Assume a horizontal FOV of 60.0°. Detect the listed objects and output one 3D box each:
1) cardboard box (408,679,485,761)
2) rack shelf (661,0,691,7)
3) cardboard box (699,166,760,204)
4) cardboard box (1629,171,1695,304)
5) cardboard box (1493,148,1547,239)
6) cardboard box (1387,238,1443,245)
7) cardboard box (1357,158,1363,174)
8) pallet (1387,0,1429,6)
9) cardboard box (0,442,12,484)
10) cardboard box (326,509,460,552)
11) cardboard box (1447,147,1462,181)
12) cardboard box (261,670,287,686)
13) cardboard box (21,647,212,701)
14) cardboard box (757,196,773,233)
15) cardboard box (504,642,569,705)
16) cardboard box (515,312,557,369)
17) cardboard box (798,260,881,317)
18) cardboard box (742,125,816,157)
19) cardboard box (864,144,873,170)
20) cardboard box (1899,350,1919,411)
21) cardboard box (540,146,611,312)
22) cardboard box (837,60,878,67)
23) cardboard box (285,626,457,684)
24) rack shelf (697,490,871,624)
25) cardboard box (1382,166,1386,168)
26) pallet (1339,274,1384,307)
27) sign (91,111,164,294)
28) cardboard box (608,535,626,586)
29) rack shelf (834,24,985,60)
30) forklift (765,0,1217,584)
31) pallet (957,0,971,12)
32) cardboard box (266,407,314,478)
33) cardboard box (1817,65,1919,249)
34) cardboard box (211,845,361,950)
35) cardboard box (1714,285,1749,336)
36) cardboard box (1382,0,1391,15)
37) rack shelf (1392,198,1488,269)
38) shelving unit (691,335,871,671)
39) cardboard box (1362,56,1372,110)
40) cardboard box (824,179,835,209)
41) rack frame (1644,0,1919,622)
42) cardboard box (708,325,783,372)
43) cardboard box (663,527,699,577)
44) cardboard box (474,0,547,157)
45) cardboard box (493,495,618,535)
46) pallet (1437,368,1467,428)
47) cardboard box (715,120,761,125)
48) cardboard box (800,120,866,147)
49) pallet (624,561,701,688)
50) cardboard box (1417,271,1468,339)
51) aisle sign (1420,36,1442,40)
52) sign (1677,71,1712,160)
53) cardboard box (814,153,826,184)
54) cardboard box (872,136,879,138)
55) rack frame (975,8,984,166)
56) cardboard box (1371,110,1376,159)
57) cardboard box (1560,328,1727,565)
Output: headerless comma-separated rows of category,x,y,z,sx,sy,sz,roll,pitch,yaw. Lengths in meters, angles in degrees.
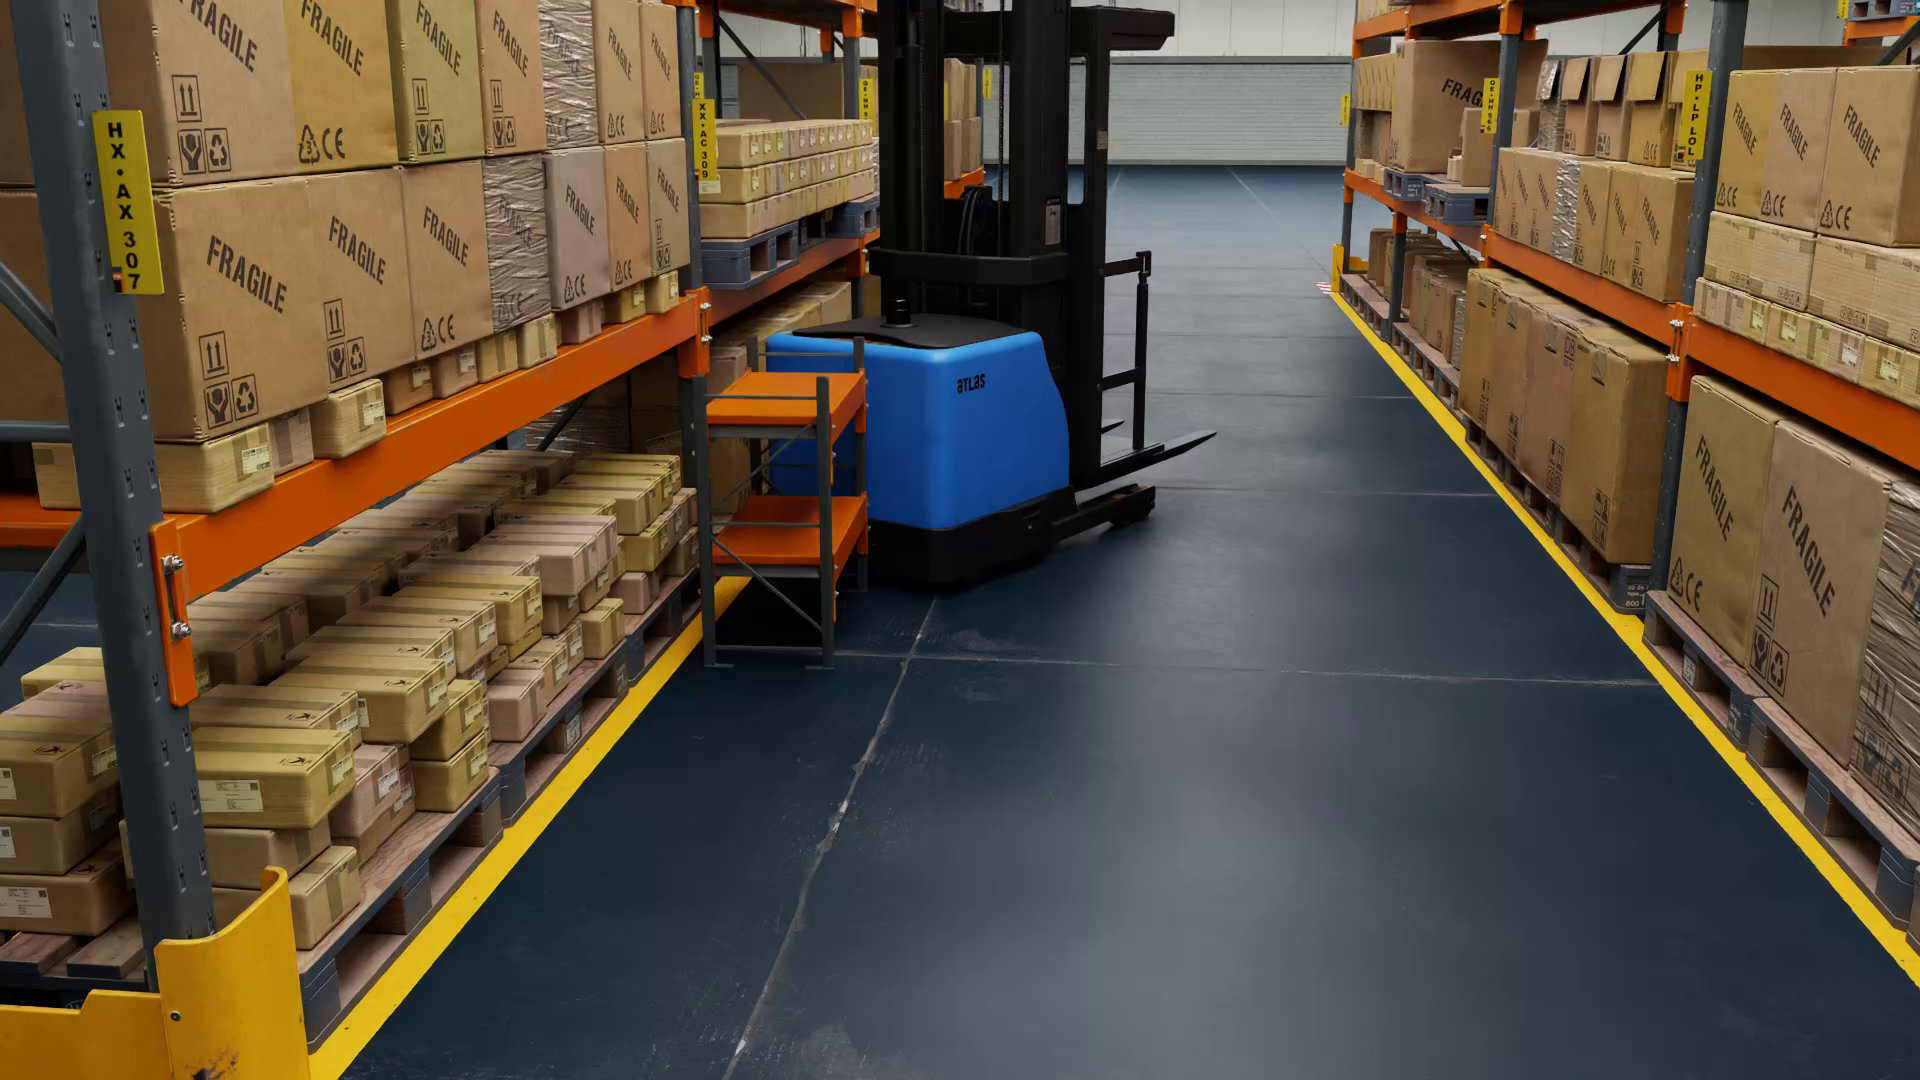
cardboard box,-1.569,0.496,4.668,0.380,0.149,0.250,2,15,8
rack shelf,-1.821,-1.826,4.800,1.077,0.370,4.000,2,15,6
cardboard box,-1.094,-1.558,7.283,0.380,0.149,0.250,2,15,7
cardboard box,3.103,-1.249,6.844,0.500,0.500,0.500,2,15,6
cardboard box,3.448,-2.039,9.766,0.500,0.500,0.500,2,15,8
cardboard box,4.466,-2.701,16.388,0.500,0.500,0.500,3,15,11
cardboard box,4.316,-3.867,17.199,0.380,0.149,0.250,2,15,6
pallet,4.049,-4.347,13.105,1.213,0.211,1.003,2,15,6
cardboard box,-2.291,-0.178,3.556,0.380,0.149,0.250,2,15,6
cardboard box,-2.026,-0.006,5.954,0.380,0.149,0.250,2,15,7
cardboard box,3.693,-2.687,11.807,0.396,0.266,0.258,1,15,5
cardboard box,-2.081,0.476,4.741,0.380,0.149,0.250,2,15,6
cardboard box,-2.250,0.401,4.452,0.380,0.149,0.250,1,15,5
cardboard box,-1.069,-1.486,7.589,0.380,0.149,0.250,2,15,7
cardboard box,-1.508,0.439,5.450,0.380,0.149,0.250,2,15,6
cardboard box,-1.500,-0.634,5.242,0.380,0.149,0.250,2,15,7
cardboard box,-0.986,-1.553,11.666,1.050,0.750,0.750,1,15,5
cardboard box,-0.949,-2.037,8.485,0.380,0.149,0.250,2,15,8
cardboard box,-0.747,-2.365,10.269,0.380,0.149,0.250,2,15,7
cardboard box,2.756,-0.412,4.419,0.380,0.149,0.250,2,15,7
cardboard box,-1.486,-1.039,5.495,0.500,0.500,0.500,2,15,6
cardboard box,-0.617,-4.007,14.879,0.875,0.550,0.550,2,15,6
cardboard box,-1.637,0.350,4.637,0.380,0.149,0.250,1,15,4
rack shelf,-0.692,0.049,6.763,0.538,0.278,1.000,1,15,4
cardboard box,4.147,-3.413,15.517,0.380,0.149,0.250,2,15,6
pallet,4.540,-2.609,17.405,1.003,0.211,1.213,2,15,6
sign,-1.508,-0.609,3.008,0.100,0.325,0.005,2,15,6
cardboard box,-1.472,0.080,6.208,0.380,0.149,0.250,2,15,7
rack shelf,-0.467,-4.938,16.310,1.077,0.370,4.000,2,15,6
forklift,0.355,-1.550,8.278,1.130,2.935,3.031,10,18,33
pallet,-0.450,-5.252,16.260,1.003,0.211,1.213,2,15,6
cardboard box,-1.697,-0.227,3.736,0.380,0.149,0.250,2,15,8
cardboard box,2.896,-1.126,4.859,0.500,0.500,0.500,1,15,4
cardboard box,-1.670,0.840,3.965,0.380,0.149,0.250,2,15,7
cardboard box,2.928,-0.815,5.912,0.380,0.149,0.250,1,15,4
cardboard box,4.138,-4.916,15.135,0.500,0.250,0.500,2,15,6
rack shelf,3.998,-2.281,12.228,1.077,0.370,4.000,2,15,6
shelving unit,-0.692,-0.187,6.700,0.538,1.125,1.048,1,15,4
cardboard box,4.224,-4.465,16.250,0.500,0.500,0.500,2,15,6
cardboard box,-0.893,-1.889,9.078,0.380,0.149,0.250,2,15,8
rack frame,3.321,-1.072,6.379,1.000,3.000,0.127,2,15,6
cardboard box,-1.192,-0.924,8.381,0.500,0.250,0.500,2,15,8
cardboard box,-1.301,0.041,6.920,0.380,0.149,0.250,2,15,7
cardboard box,-1.547,-1.387,4.869,0.500,0.500,0.500,1,15,4
cardboard box,-1.494,-0.061,6.157,0.380,0.149,0.250,2,15,8
pallet,3.862,-0.966,11.329,1.003,0.211,1.213,2,15,6
cardboard box,-1.416,-2.466,10.073,0.380,0.149,0.250,1,15,5
cardboard box,-0.775,-2.444,9.993,0.380,0.149,0.250,2,15,6
pallet,-1.636,0.277,6.732,1.003,0.211,1.213,2,15,6
cardboard box,4.061,-1.871,13.279,0.700,0.500,0.500,2,15,6
aisle sign,4.981,-5.446,17.576,0.394,0.787,0.004,2,15,6
sign,2.781,-1.606,6.288,0.100,0.325,0.005,2,15,6
cardboard box,-0.920,-1.963,8.784,0.380,0.149,0.250,1,15,5
cardboard box,-0.713,-2.701,12.213,0.500,0.500,0.500,2,15,6
rack frame,-0.241,-4.356,18.526,1.000,3.000,0.127,2,15,6
cardboard box,4.649,-4.101,16.820,0.875,0.500,0.500,2,15,6
cardboard box,3.374,-0.415,7.218,1.225,0.875,0.875,2,15,6
